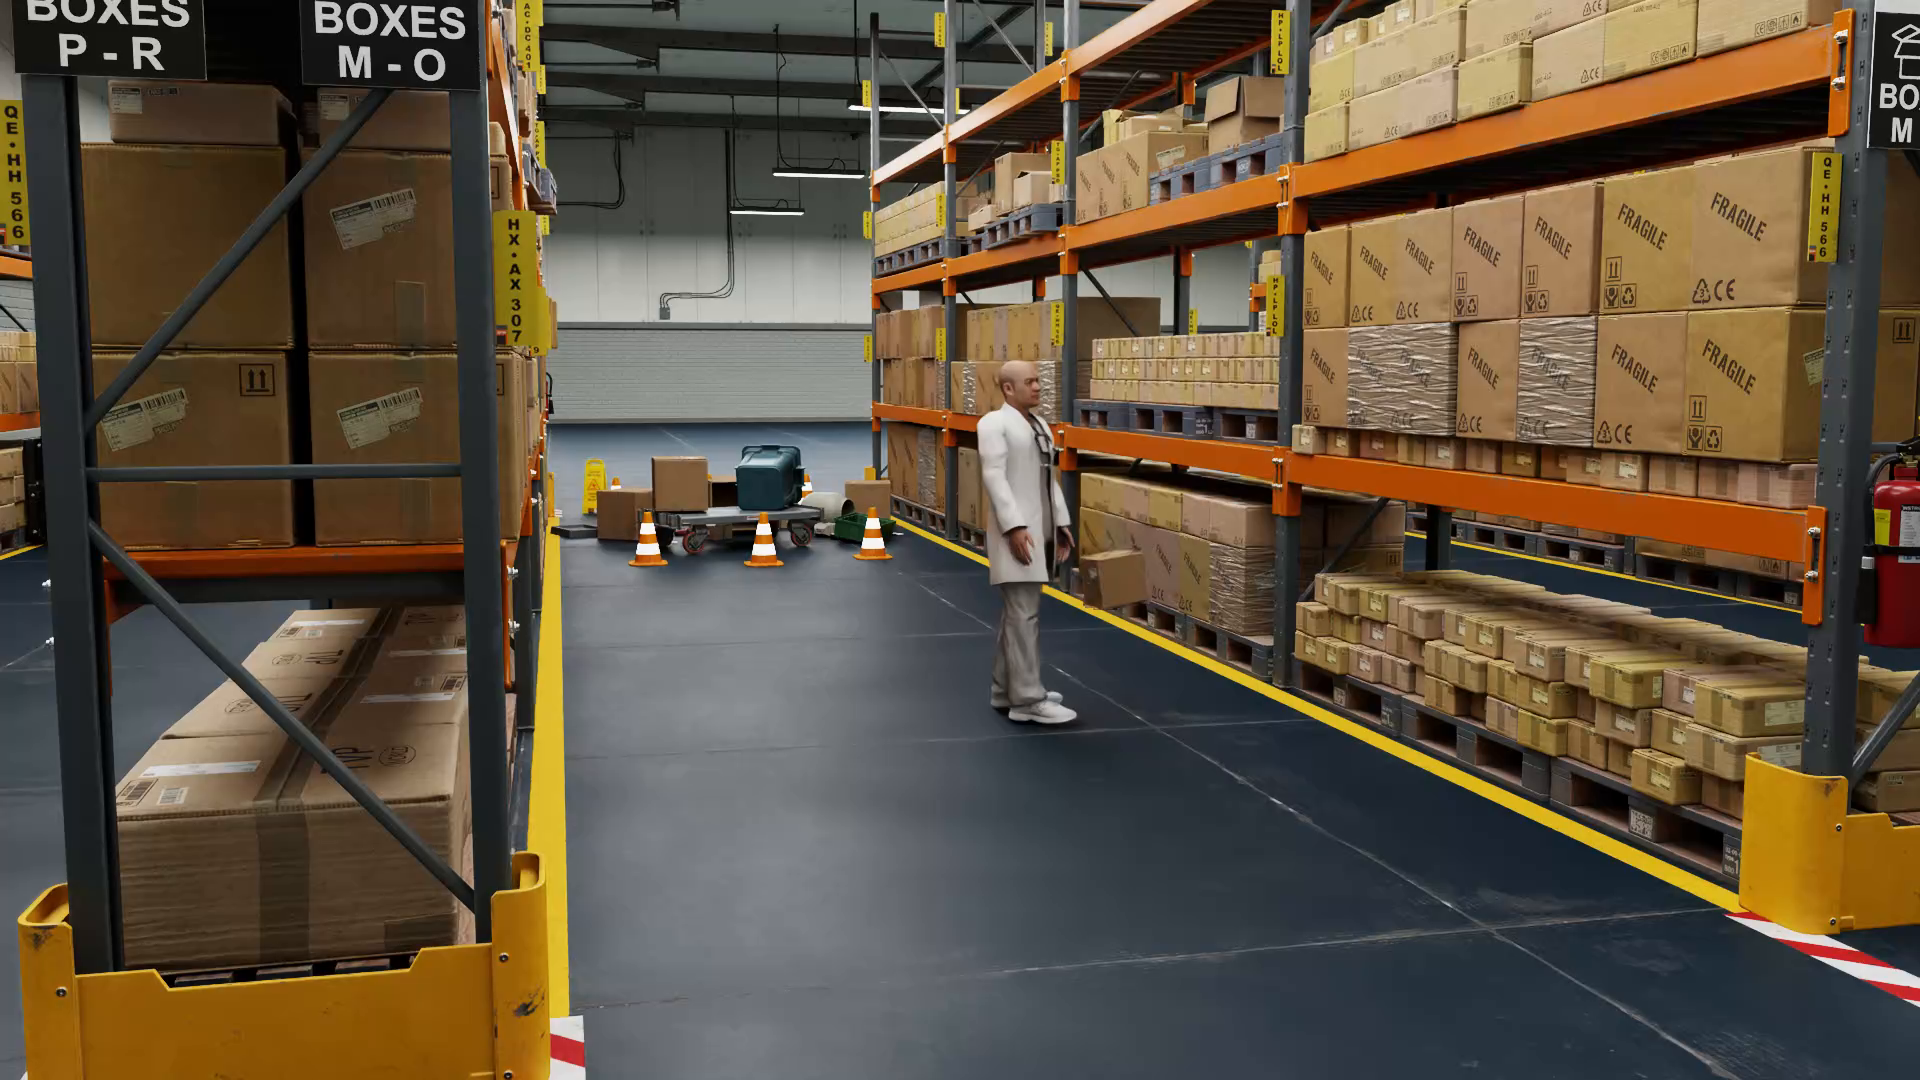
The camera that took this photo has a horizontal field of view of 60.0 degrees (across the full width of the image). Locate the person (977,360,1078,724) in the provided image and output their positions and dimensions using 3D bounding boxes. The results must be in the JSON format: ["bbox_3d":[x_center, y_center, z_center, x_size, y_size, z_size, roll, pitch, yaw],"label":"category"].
[{"bbox_3d":[0.392,-0.005,8.290,0.613,1.778,0.640,3,7,30],"label":"person"}]
